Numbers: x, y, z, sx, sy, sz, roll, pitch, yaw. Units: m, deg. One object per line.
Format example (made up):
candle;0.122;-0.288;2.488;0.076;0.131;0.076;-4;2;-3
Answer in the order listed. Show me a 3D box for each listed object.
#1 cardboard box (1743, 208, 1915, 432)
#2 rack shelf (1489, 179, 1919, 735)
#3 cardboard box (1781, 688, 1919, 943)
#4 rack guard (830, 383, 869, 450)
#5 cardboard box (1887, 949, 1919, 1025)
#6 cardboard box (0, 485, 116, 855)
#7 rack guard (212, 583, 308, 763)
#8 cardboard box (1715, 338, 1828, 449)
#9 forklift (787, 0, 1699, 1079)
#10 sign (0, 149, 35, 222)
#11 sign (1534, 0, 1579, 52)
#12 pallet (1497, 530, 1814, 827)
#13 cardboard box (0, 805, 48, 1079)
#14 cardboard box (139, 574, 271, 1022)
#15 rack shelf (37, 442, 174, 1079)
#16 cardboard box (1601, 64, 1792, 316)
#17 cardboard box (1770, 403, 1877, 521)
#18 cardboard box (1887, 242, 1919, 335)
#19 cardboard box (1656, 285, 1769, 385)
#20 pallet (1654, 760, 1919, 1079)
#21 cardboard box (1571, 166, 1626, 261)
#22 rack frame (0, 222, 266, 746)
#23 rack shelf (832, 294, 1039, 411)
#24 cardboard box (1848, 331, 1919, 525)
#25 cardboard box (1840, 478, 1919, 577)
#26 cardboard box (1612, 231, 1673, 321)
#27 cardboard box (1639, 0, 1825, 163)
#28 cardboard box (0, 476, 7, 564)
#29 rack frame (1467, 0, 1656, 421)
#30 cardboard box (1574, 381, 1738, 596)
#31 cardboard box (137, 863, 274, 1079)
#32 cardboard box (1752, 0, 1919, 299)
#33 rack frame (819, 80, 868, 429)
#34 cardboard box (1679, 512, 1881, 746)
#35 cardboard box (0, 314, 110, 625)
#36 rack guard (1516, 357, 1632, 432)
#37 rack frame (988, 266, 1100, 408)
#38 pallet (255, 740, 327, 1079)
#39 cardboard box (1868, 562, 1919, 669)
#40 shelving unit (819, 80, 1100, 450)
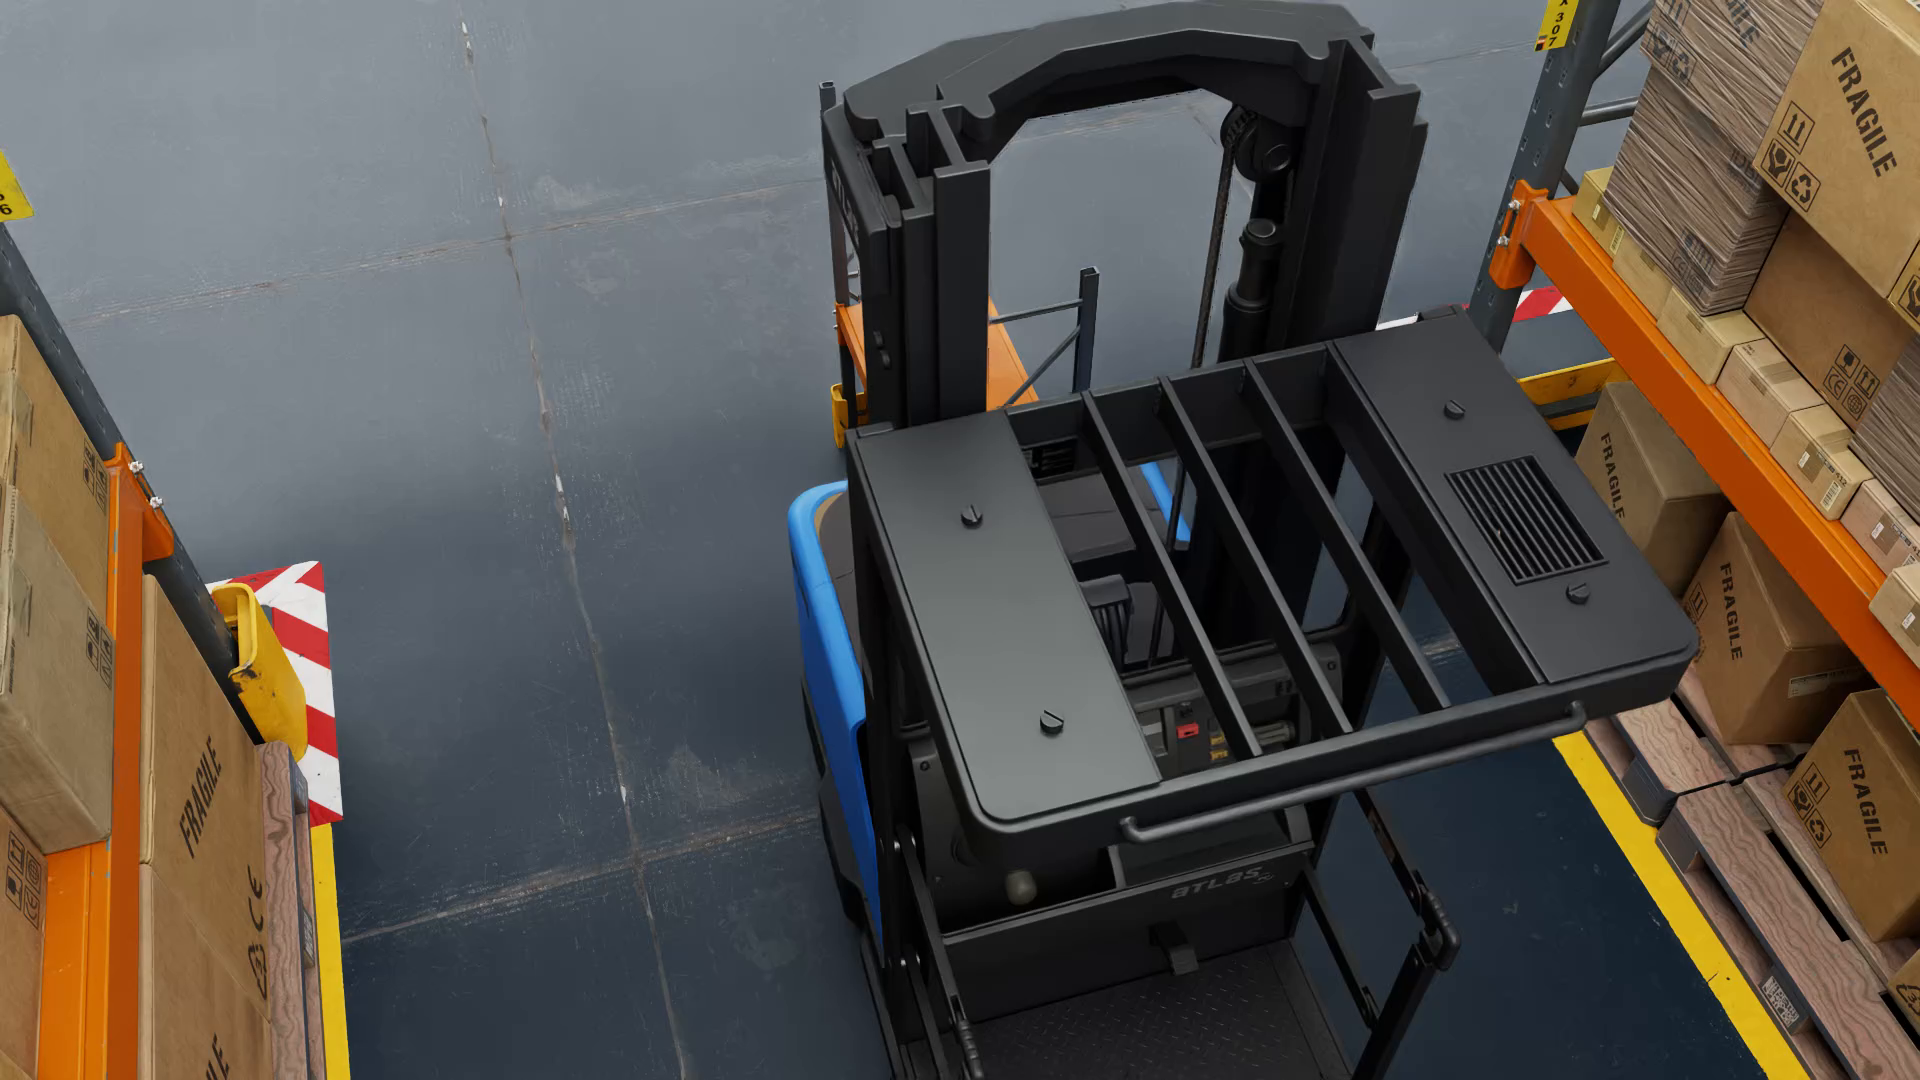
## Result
cardboard box;2.541;-0.683;4.104;0.875;0.500;0.500;-13;51;-11
rack shelf;2.734;0.391;3.929;1.077;0.370;4.000;-13;51;-11
cardboard box;2.687;0.719;4.542;0.500;0.500;0.500;-9;50;-8
rack guard;-0.170;-0.500;6.008;0.587;0.250;0.087;-13;51;-11
cardboard box;2.810;1.137;4.190;0.500;0.500;0.500;-17;52;-14
cardboard box;-2.289;0.356;3.390;0.875;0.550;0.550;-13;51;-11
rack guard;-2.633;0.534;4.972;1.175;0.500;0.348;-13;51;-11
cardboard box;2.208;-0.407;4.296;0.380;0.149;0.250;-13;51;-11
forklift;0.421;0.597;3.329;1.130;2.935;3.031;-13;51;-10
sign;-2.103;-0.816;3.564;0.100;0.325;0.005;-13;51;-11
sign;1.624;-1.458;4.451;0.100;0.325;0.005;-13;51;-11
pallet;2.371;0.254;5.398;1.003;0.211;1.213;-13;51;-11
cardboard box;-2.244;0.793;3.022;0.875;0.550;0.550;-13;51;-11
cardboard box;-2.362;0.776;4.249;0.875;0.875;0.875;-13;51;-11
rack shelf;-2.034;1.439;3.046;1.077;0.370;4.000;-13;51;-11
cardboard box;2.279;-1.022;4.389;0.875;0.500;0.500;-13;51;-11
cardboard box;2.275;-0.223;4.141;0.380;0.149;0.250;-13;51;-11
cardboard box;2.335;-0.557;3.344;0.500;0.500;0.500;-13;51;-11
cardboard box;2.114;-0.585;4.446;0.380;0.149;0.250;-13;51;-11
pallet;2.728;1.144;4.648;1.003;0.211;1.213;-13;51;-11
cardboard box;1.999;-0.958;4.760;0.380;0.149;0.250;-13;51;-11
rack frame;-2.626;-0.254;4.002;1.000;3.000;0.127;-13;51;-11
rack shelf;-0.025;-0.430;5.367;0.538;0.185;1.000;-13;51;-11
cardboard box;2.648;-0.308;3.788;0.875;0.500;0.500;-13;51;-11
cardboard box;2.375;-0.047;3.992;0.380;0.149;0.250;-13;51;-11
cardboard box;2.054;-0.771;4.603;0.380;0.149;0.250;-13;51;-11
cardboard box;2.044;-1.288;3.960;0.500;0.500;0.500;-13;51;-11
cardboard box;-2.302;0.011;2.975;0.875;0.550;0.550;-13;51;-11
rack frame;2.142;-1.301;4.885;1.000;3.000;0.127;-13;51;-11
cardboard box;2.311;-0.171;5.293;0.500;0.500;0.500;-5;50;-4
cardboard box;-2.100;1.418;3.707;0.875;0.875;0.875;-14;51;-12
cardboard box;2.186;-0.922;3.651;0.500;0.500;0.500;-13;51;-11
rack frame;-0.176;-0.917;5.542;0.500;1.500;0.032;-13;51;-11
cardboard box;2.520;0.258;4.931;0.500;0.500;0.500;-2;50;-1
cardboard box;-2.473;-0.041;3.725;0.875;0.550;0.550;-13;51;-11
rack guard;2.165;-0.440;5.794;1.175;0.500;0.348;-13;51;-11
rack frame;0.125;-0.174;4.916;0.500;1.500;0.032;-13;51;-11
pallet;-2.315;1.211;4.591;1.003;0.211;1.213;-13;51;-11
cardboard box;2.350;0.159;3.818;0.380;0.149;0.250;-13;51;-11
shelving unit;-0.023;-0.539;5.224;0.587;1.500;1.083;-13;51;-11
